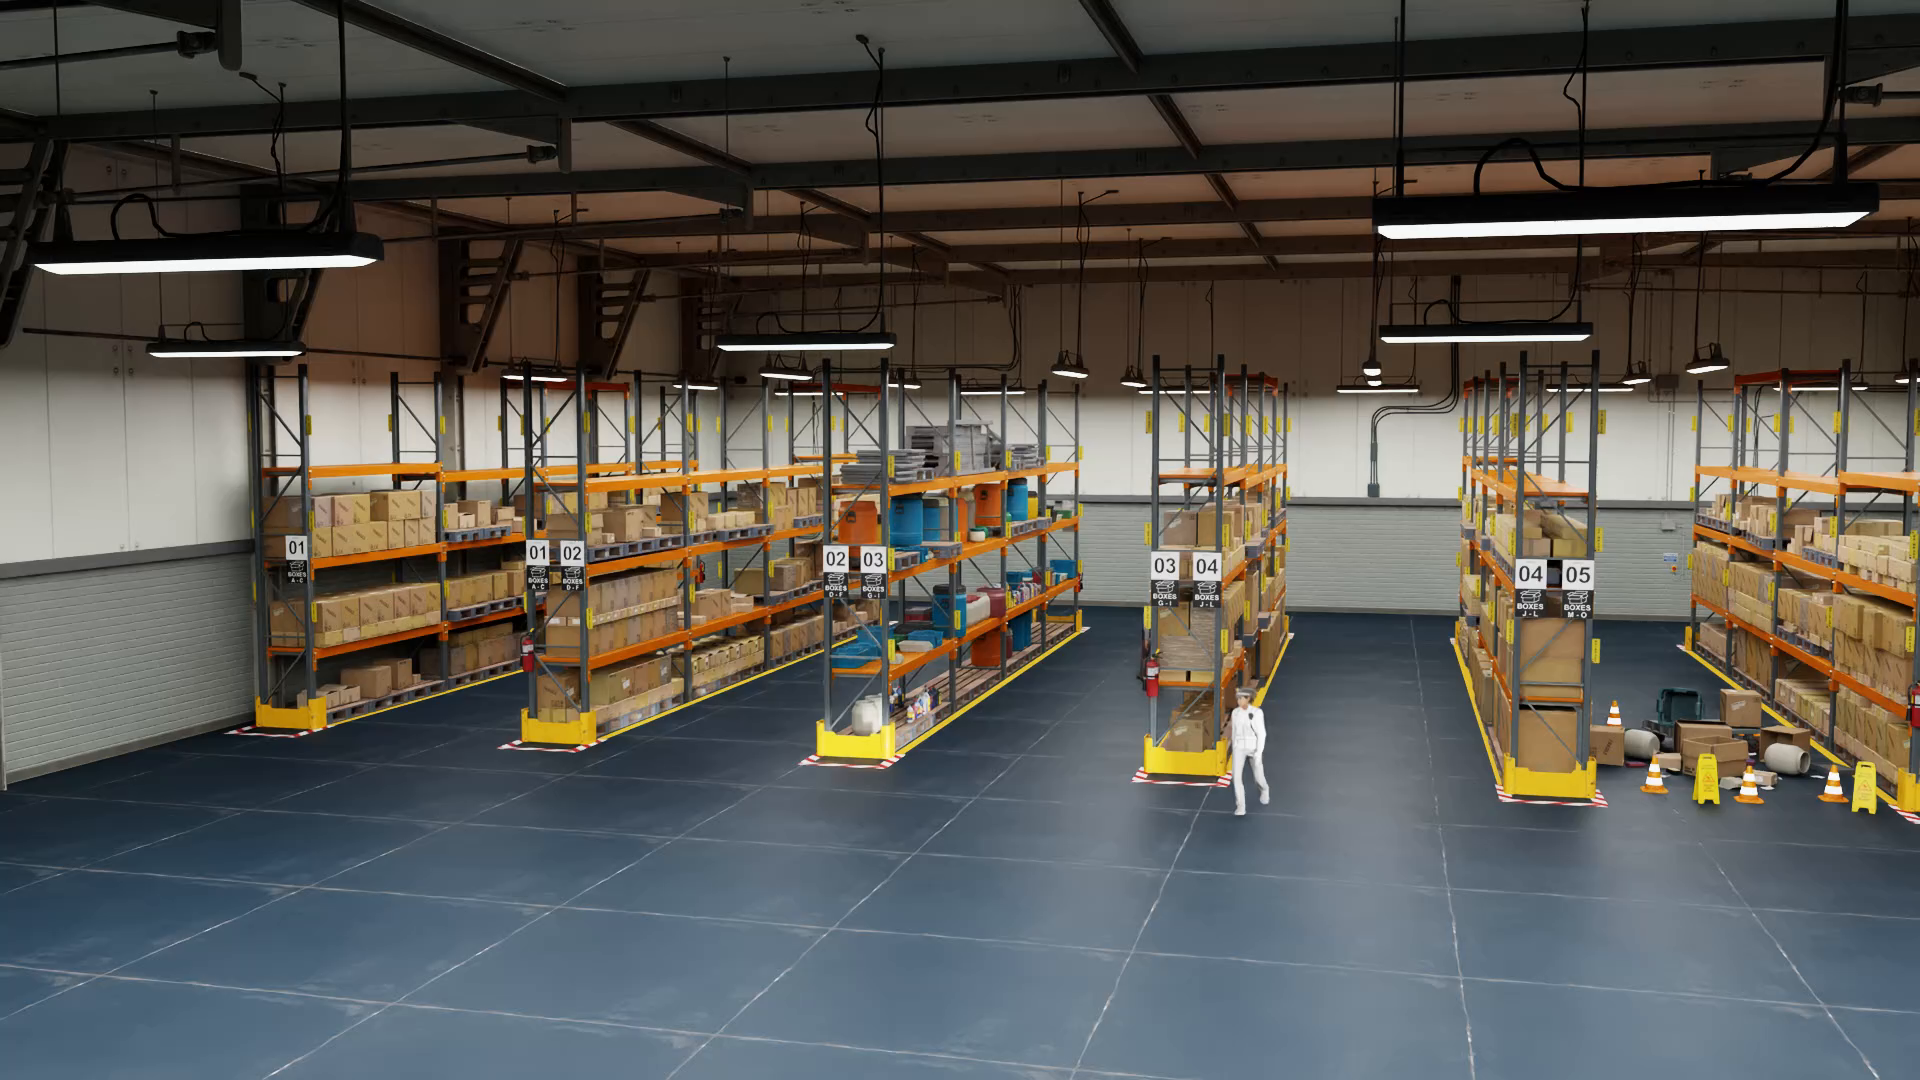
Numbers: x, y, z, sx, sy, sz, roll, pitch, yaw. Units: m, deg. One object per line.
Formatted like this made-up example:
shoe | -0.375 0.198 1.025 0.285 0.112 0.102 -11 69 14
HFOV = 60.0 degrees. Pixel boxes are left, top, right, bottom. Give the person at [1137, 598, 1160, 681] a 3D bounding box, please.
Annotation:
person | 3.721 1.931 32.186 0.502 1.661 0.987 -1 4 -14

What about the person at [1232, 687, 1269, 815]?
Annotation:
person | 3.730 2.704 21.542 0.480 1.599 0.894 2 4 23
